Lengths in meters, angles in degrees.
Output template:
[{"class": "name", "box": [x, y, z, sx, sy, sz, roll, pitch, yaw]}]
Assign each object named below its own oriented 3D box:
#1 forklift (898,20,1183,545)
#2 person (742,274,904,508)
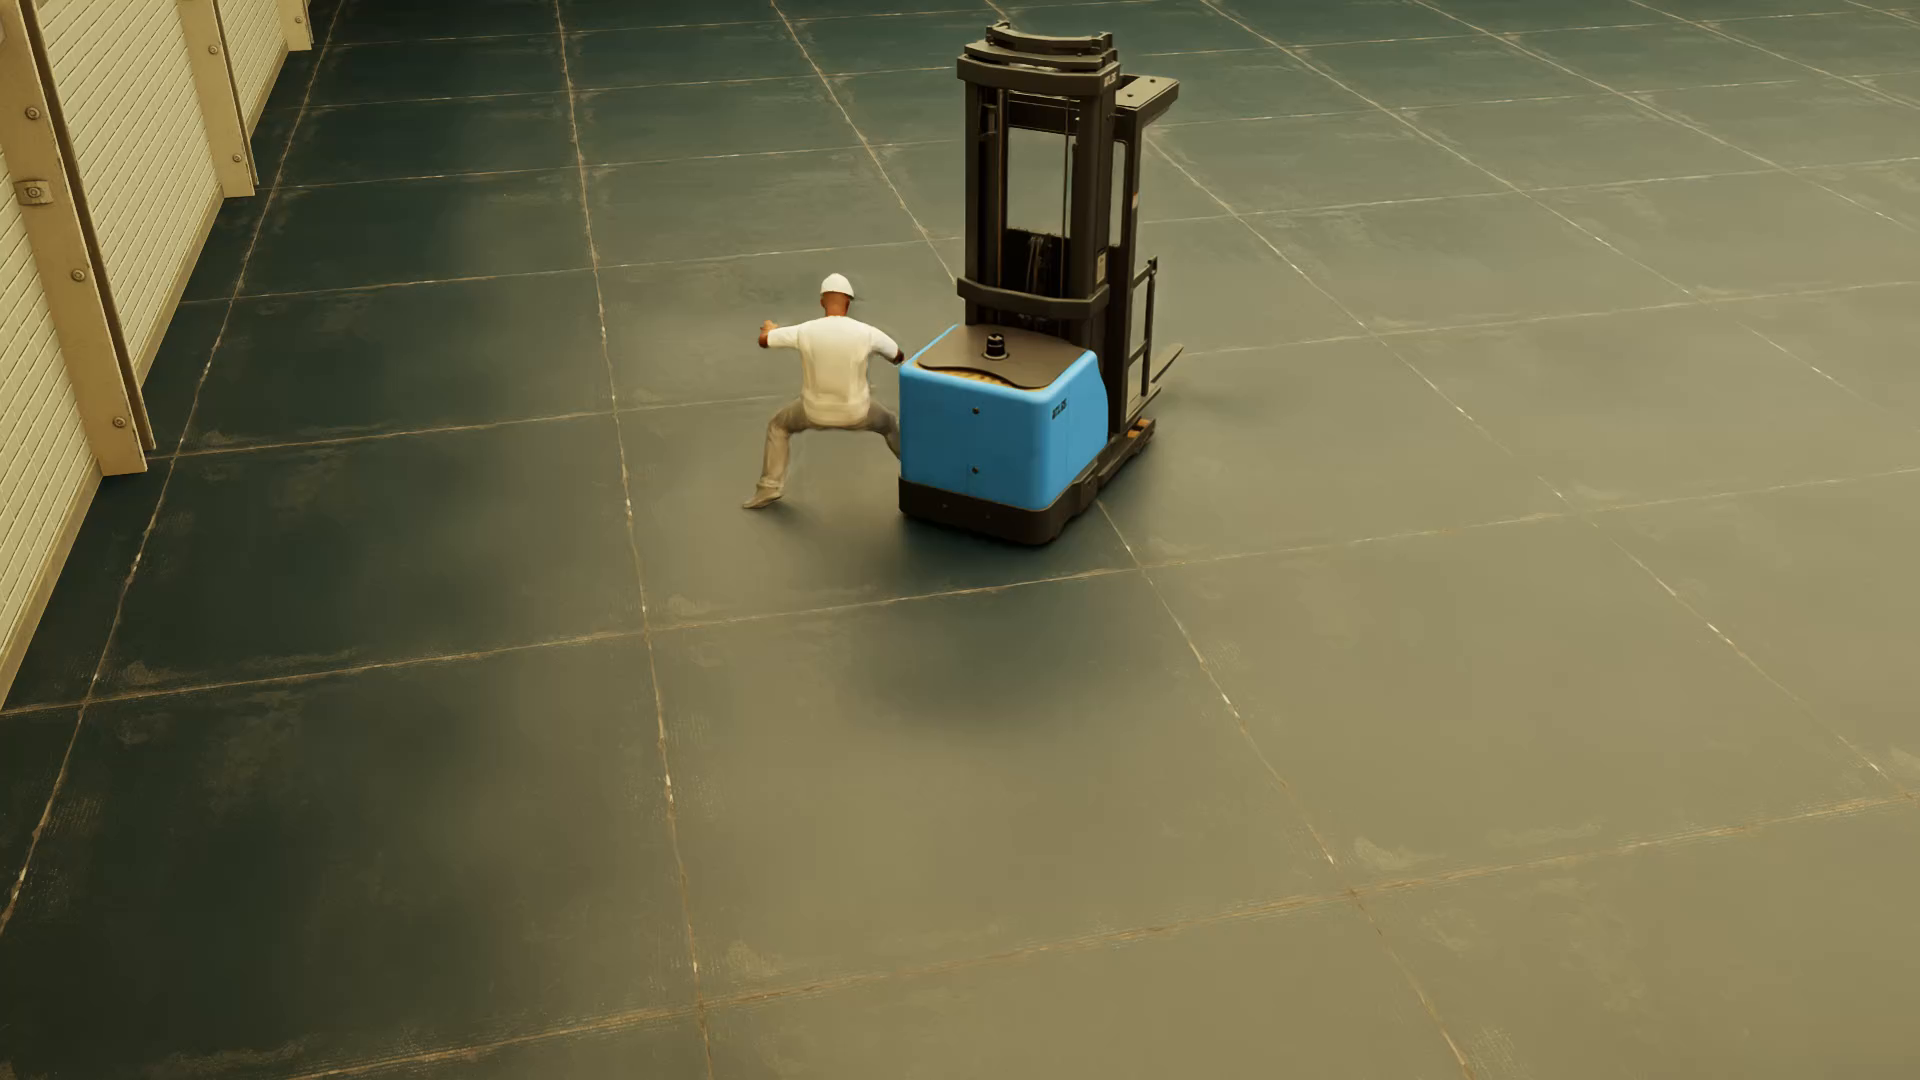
[{"class": "forklift", "box": [0.718, -1.954, 10.950, 1.130, 2.935, 3.031, 14, 33, 23]}, {"class": "person", "box": [-0.802, -0.989, 10.698, 1.245, 1.560, 0.733, 1, 30, 1]}]
